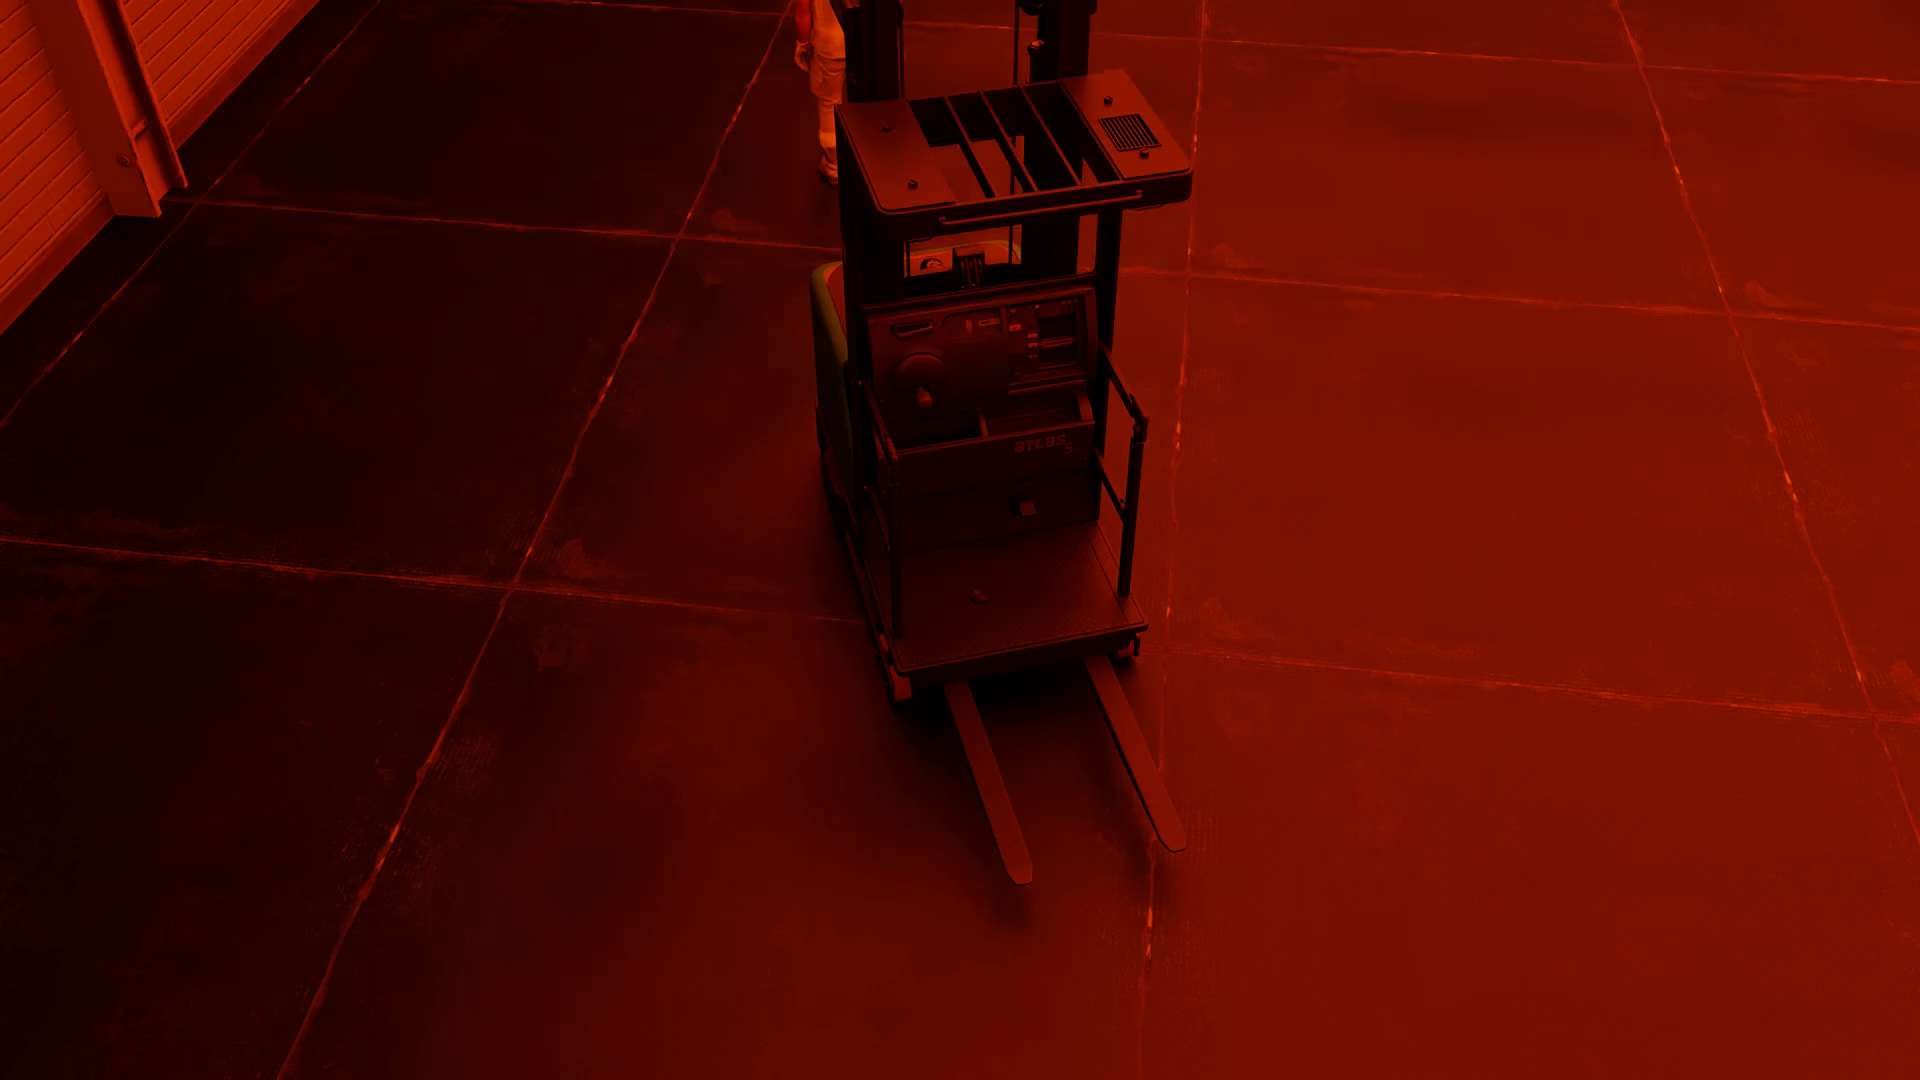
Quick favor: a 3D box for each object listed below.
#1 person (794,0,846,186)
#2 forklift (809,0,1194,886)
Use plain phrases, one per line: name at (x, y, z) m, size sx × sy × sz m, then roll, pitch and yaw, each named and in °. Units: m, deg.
person at (-0.679, -2.927, 9.766) m, size 0.610 × 1.777 × 0.452 m, roll -9°, pitch 43°, yaw -9°
forklift at (0.153, -0.681, 6.465) m, size 1.130 × 2.935 × 3.031 m, roll -10°, pitch 44°, yaw -11°
